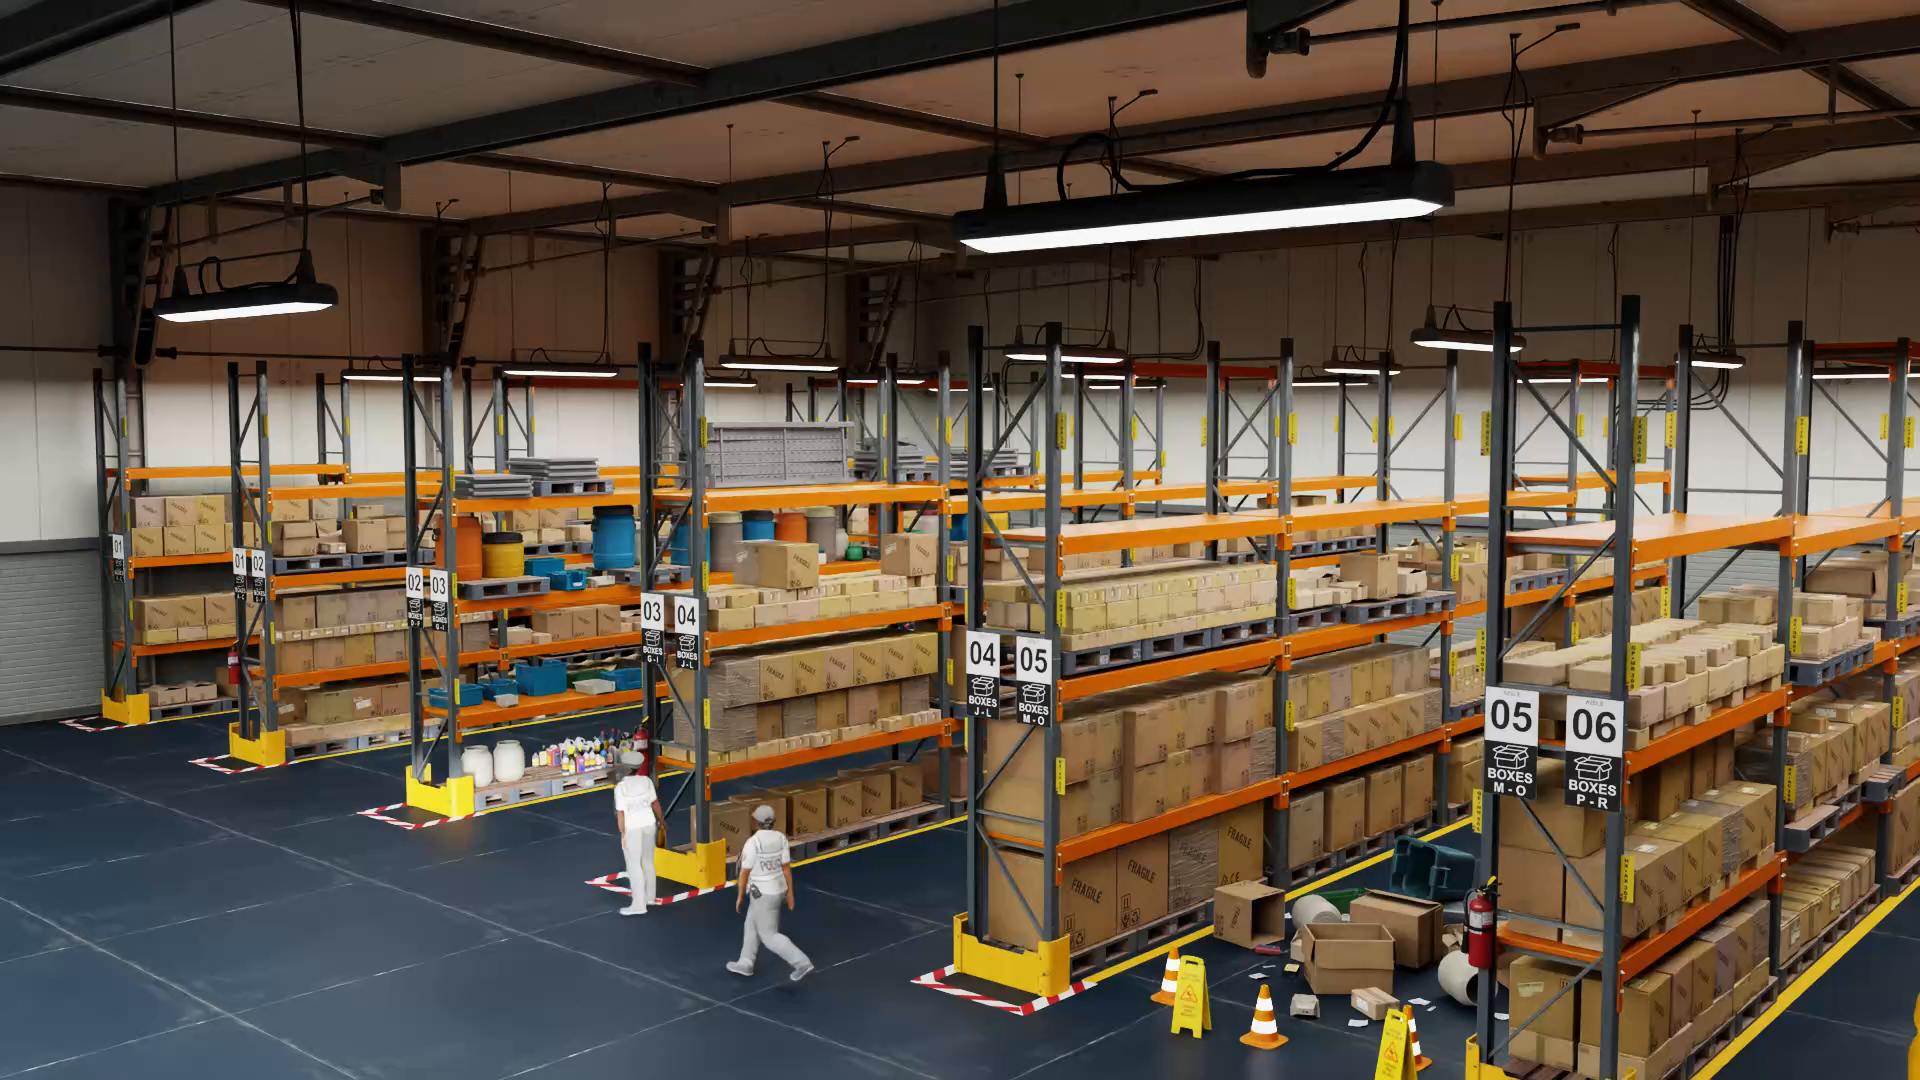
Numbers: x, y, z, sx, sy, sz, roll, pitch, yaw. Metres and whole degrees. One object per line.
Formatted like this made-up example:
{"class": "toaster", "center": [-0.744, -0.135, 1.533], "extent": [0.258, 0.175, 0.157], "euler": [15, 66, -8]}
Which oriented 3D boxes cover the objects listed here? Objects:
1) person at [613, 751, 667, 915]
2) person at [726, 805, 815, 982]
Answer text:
{"class": "person", "center": [-3.332, 3.040, 17.405], "extent": [0.426, 1.702, 0.665], "euler": [3, 5, 38]}
{"class": "person", "center": [-1.762, 3.228, 15.196], "extent": [0.941, 1.628, 0.467], "euler": [1, 4, 13]}
